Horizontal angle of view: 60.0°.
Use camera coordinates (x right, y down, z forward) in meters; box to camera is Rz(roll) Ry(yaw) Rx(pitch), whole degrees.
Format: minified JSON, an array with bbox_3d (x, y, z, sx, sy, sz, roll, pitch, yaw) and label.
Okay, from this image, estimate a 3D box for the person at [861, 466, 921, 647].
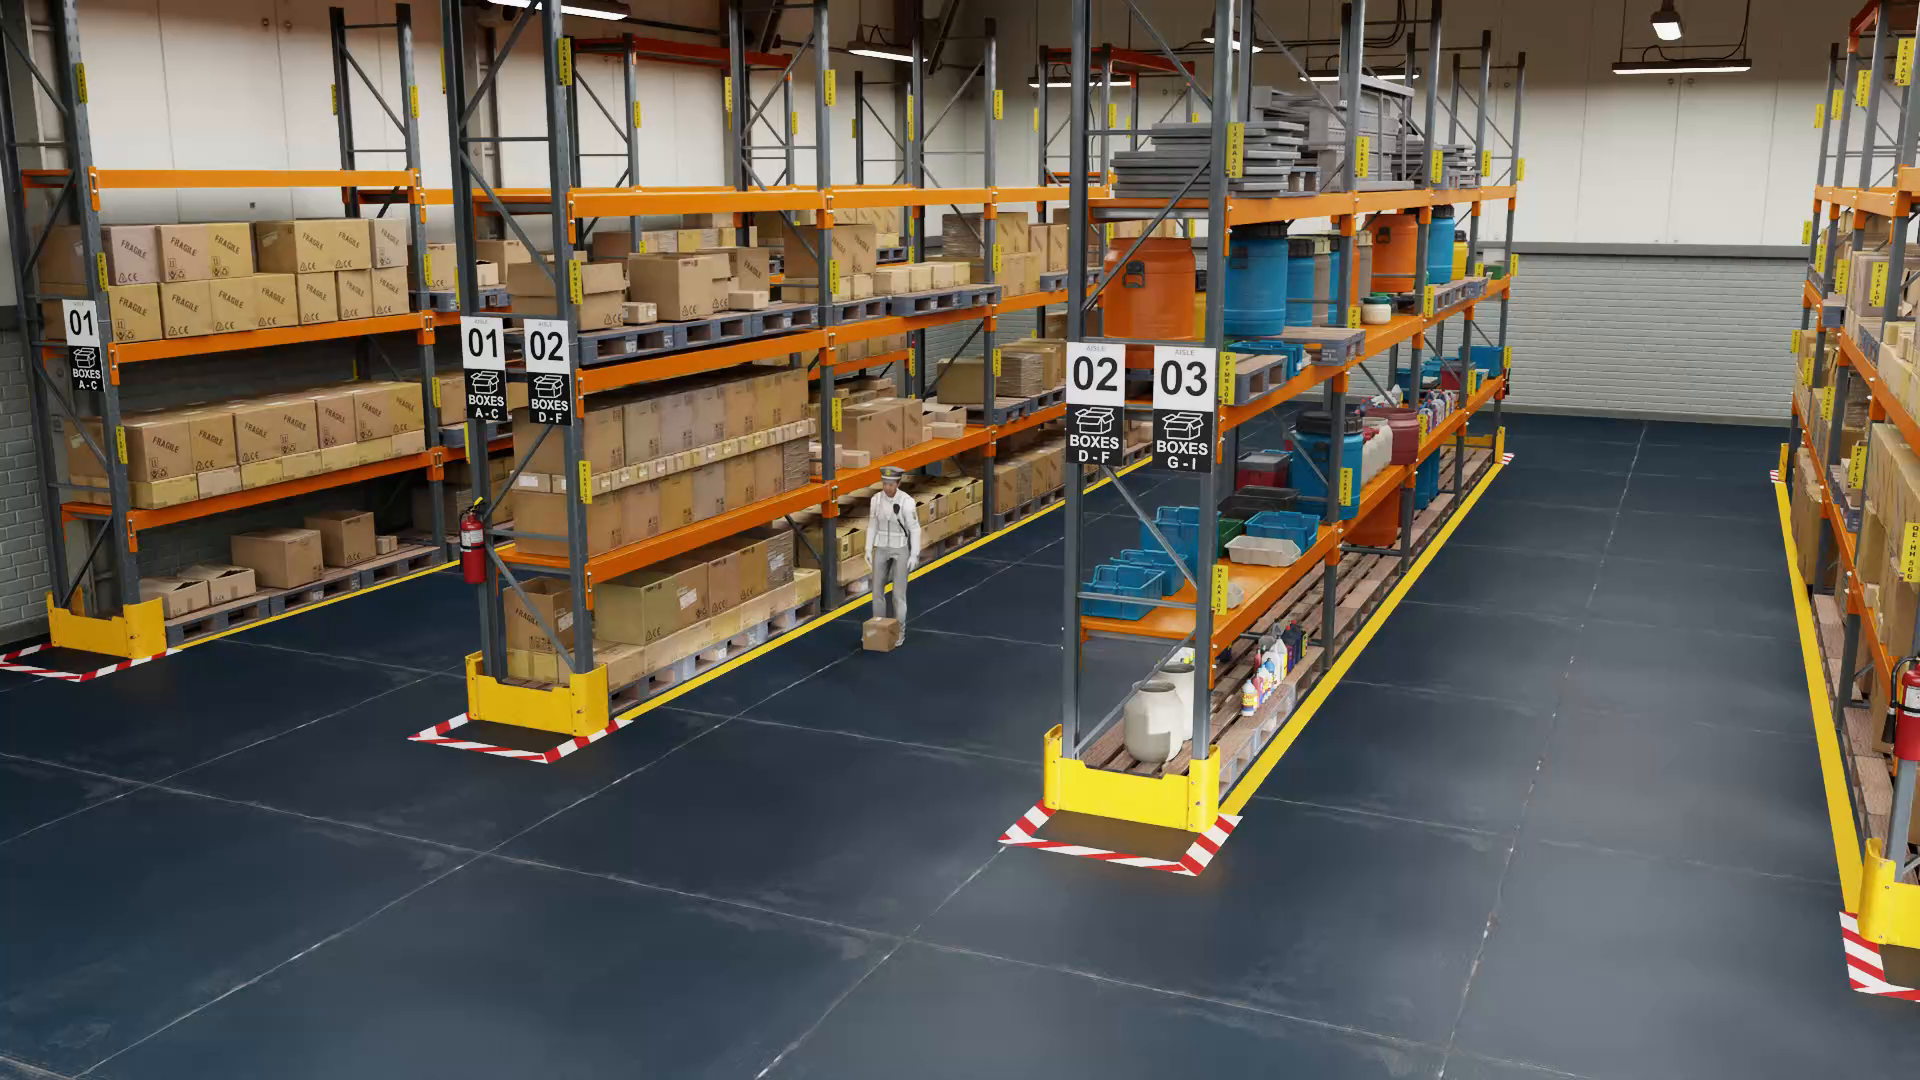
[{"bbox_3d":[-0.635,0.134,15.348,0.544,1.663,0.415,5,13,20],"label":"person"}]
